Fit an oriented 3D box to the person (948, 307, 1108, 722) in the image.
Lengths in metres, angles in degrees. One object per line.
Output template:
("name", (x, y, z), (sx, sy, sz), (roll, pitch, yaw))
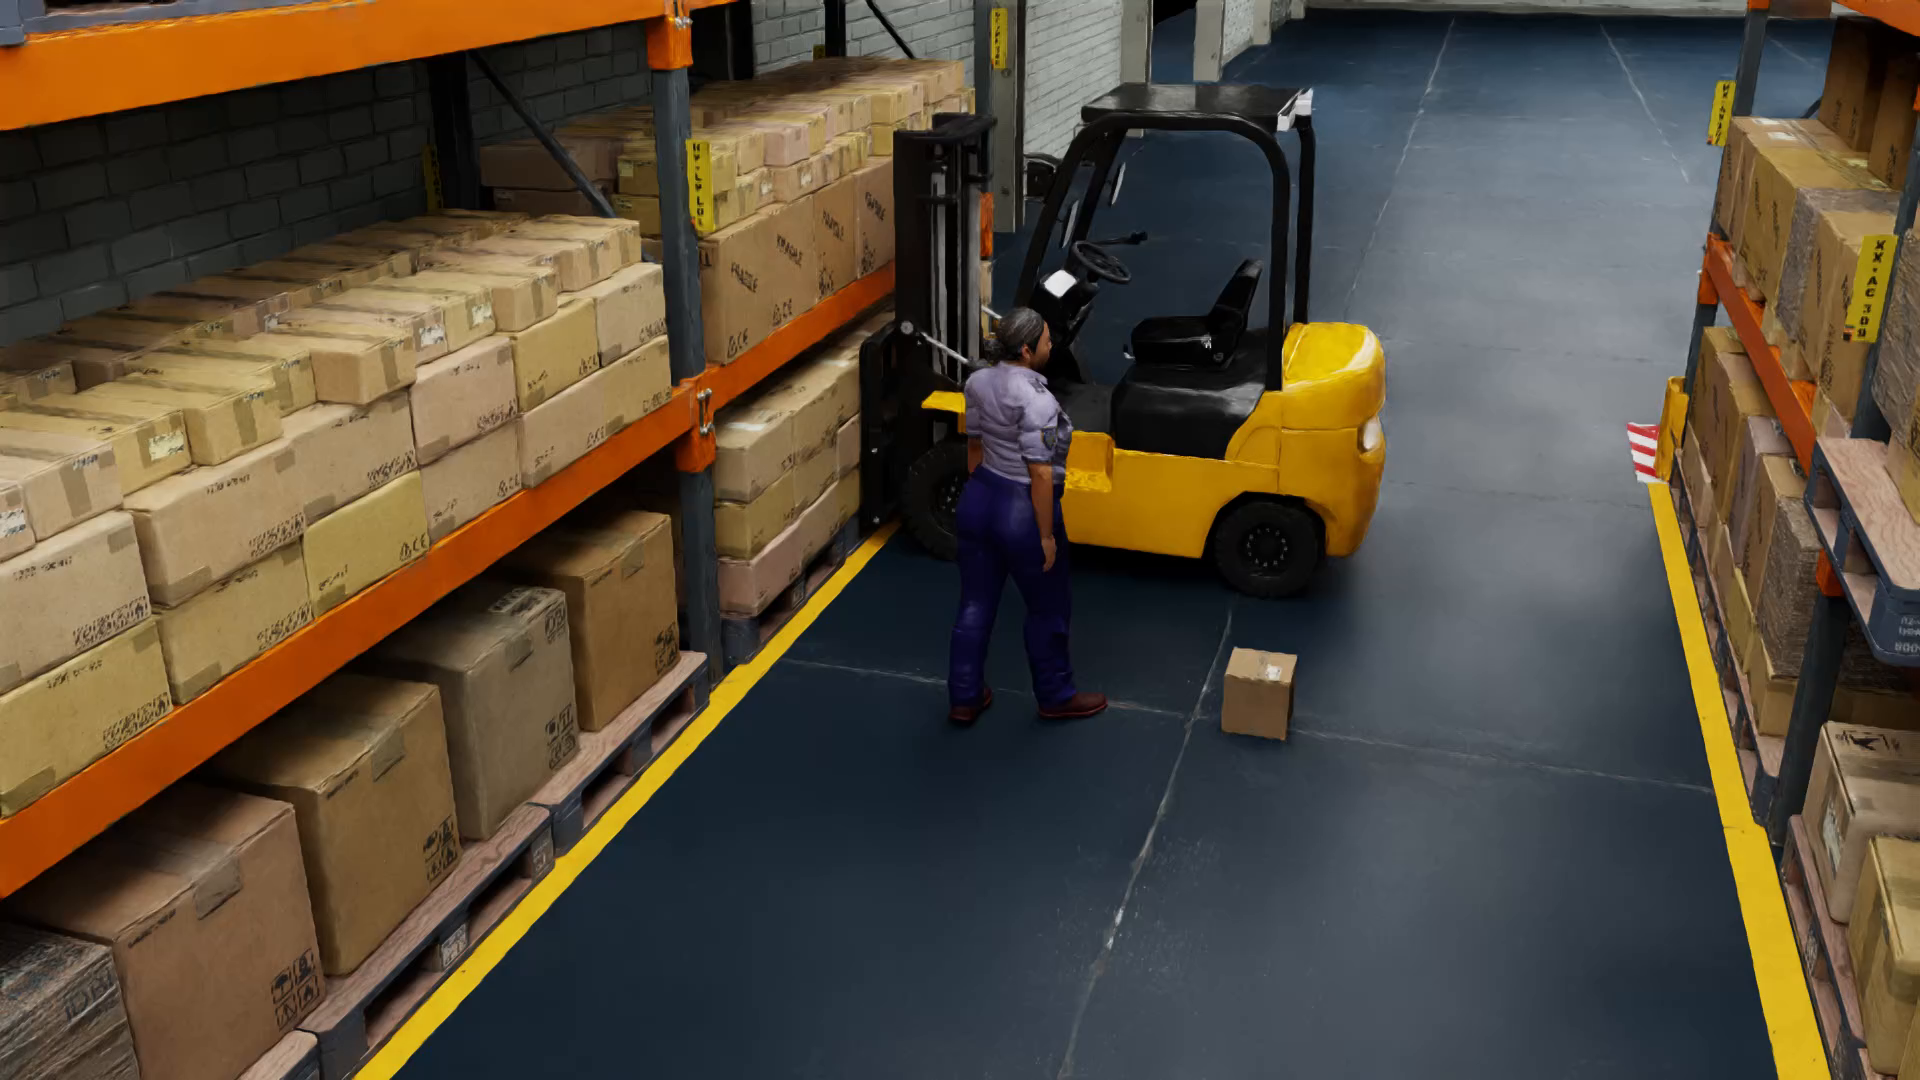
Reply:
("person", (0.238, -0.086, 6.307), (0.576, 1.643, 0.490), (-20, 30, -41))
